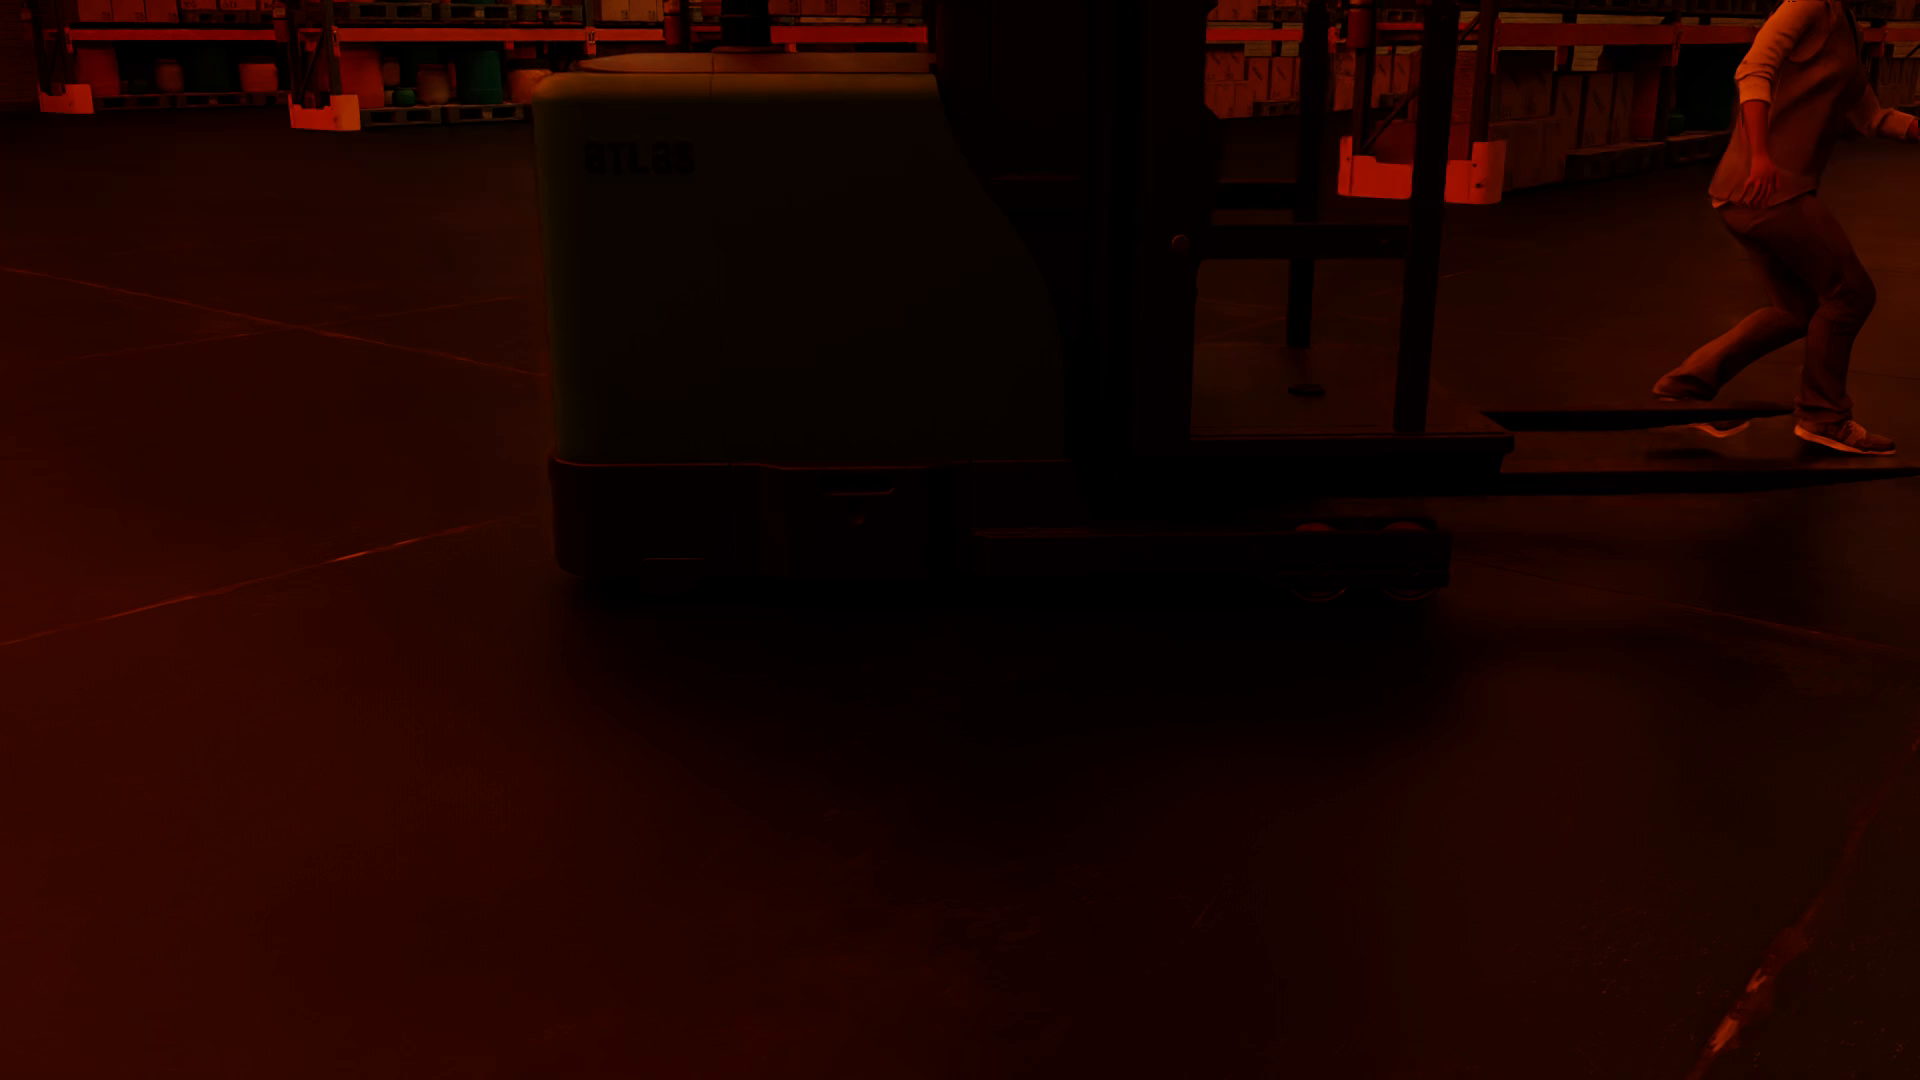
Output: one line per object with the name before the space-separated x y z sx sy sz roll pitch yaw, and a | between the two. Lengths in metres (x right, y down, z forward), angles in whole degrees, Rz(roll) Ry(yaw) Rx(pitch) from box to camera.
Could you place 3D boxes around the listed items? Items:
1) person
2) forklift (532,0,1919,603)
person | 2.361 -0.930 4.519 0.764 1.480 0.702 7 18 23
forklift | 0.646 -1.425 3.589 3.031 2.935 1.130 -1 17 -2
